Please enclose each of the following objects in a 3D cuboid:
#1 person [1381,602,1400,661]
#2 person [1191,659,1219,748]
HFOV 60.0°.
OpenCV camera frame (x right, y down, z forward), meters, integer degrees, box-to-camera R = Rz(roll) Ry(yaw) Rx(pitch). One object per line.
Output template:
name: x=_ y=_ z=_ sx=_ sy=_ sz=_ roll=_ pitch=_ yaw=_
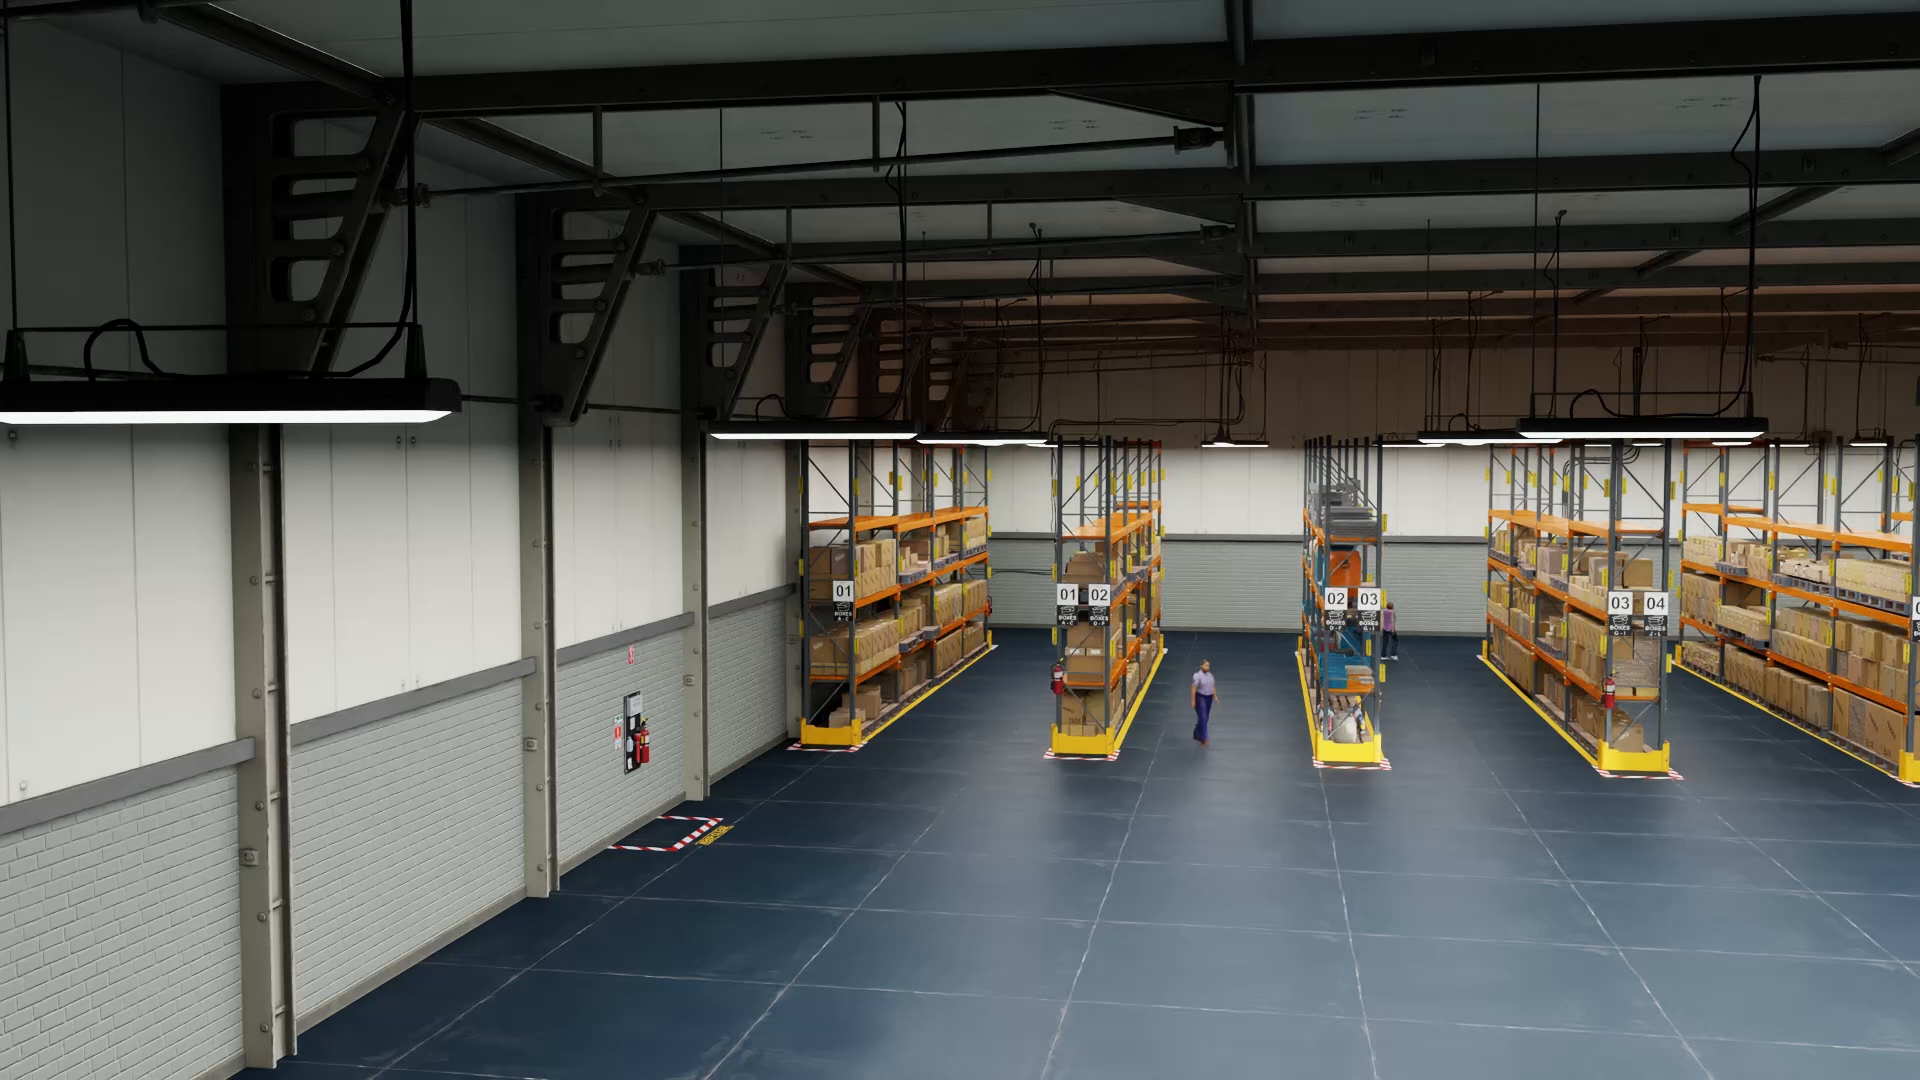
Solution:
person: x=11.661 y=2.487 z=45.271 sx=0.534 sy=1.609 sz=0.433 roll=-2 pitch=4 yaw=-38
person: x=4.760 y=3.166 z=32.381 sx=0.541 sy=1.678 sz=0.689 roll=-3 pitch=4 yaw=-42
